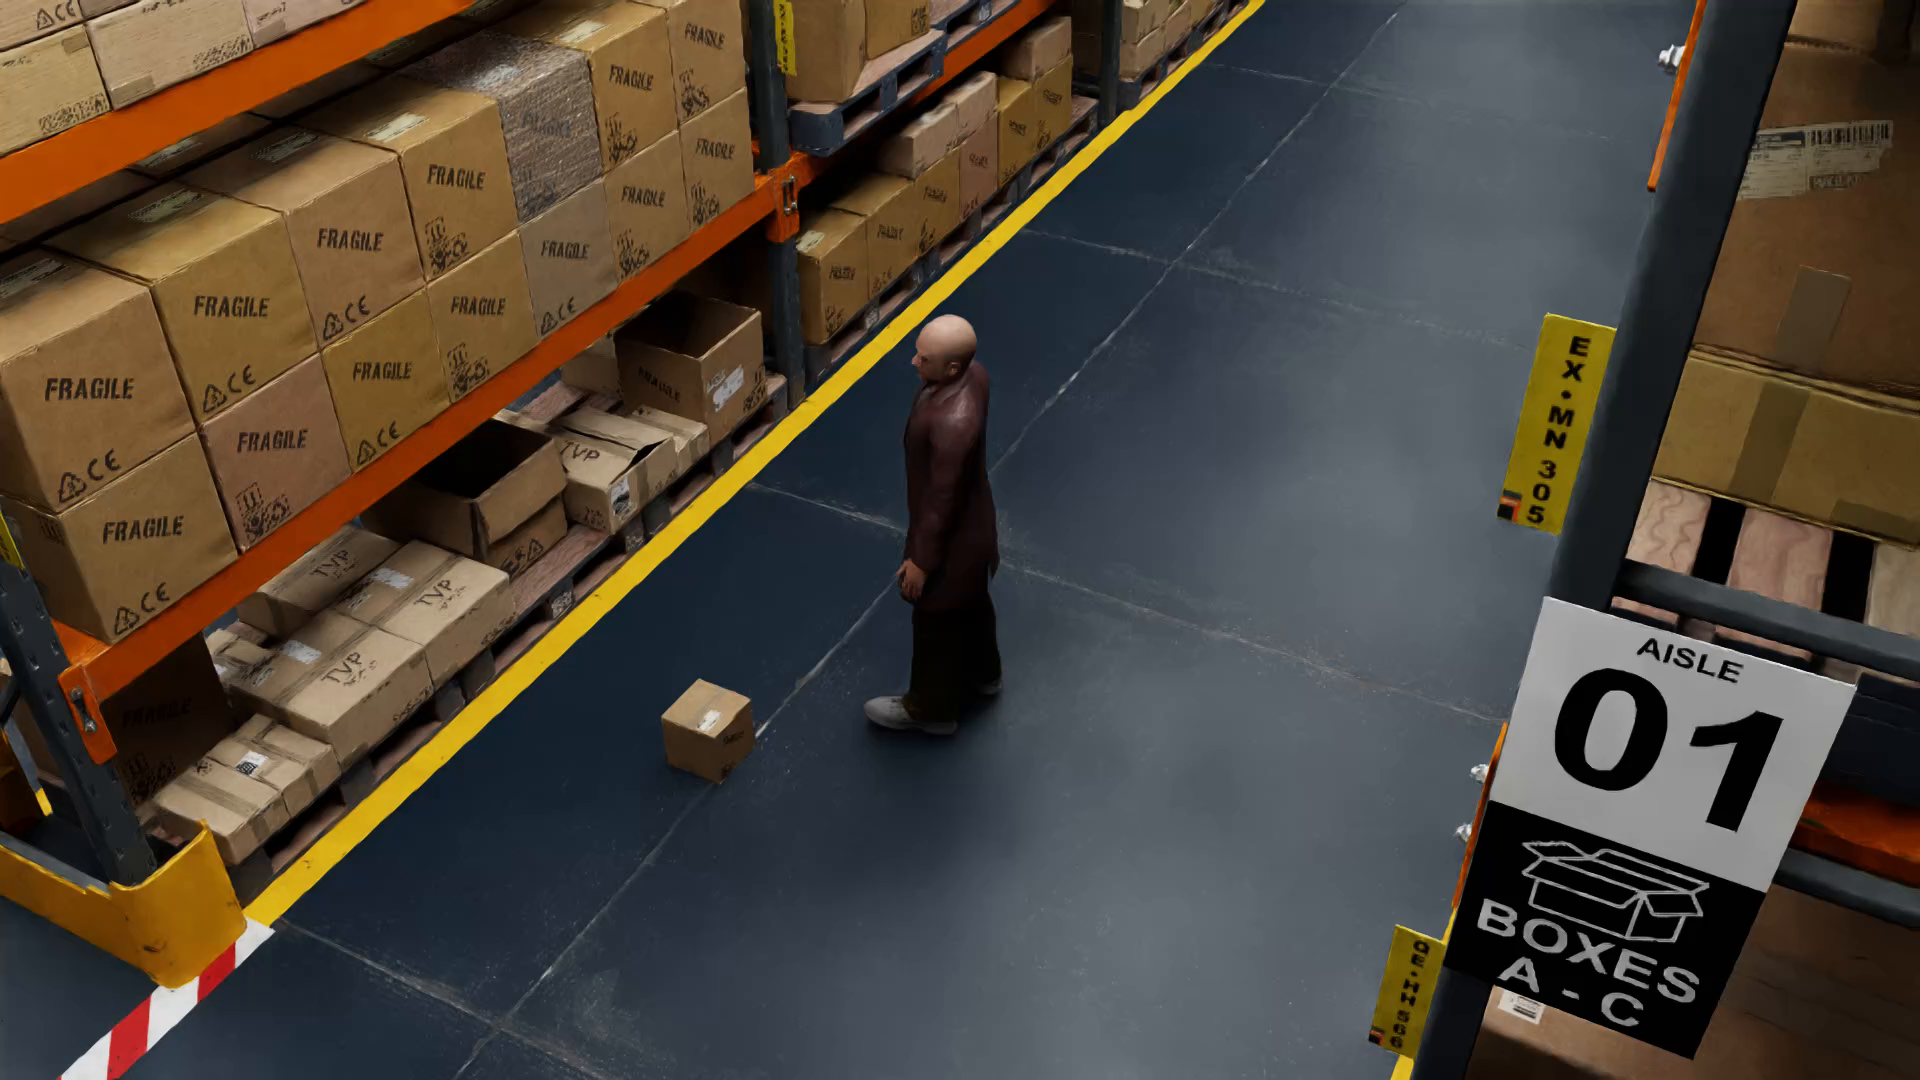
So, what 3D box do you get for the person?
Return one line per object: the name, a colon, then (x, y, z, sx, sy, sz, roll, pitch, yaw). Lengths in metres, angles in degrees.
person: (-0.102, -0.050, 6.177, 0.520, 1.789, 0.647, 5, 38, 7)
